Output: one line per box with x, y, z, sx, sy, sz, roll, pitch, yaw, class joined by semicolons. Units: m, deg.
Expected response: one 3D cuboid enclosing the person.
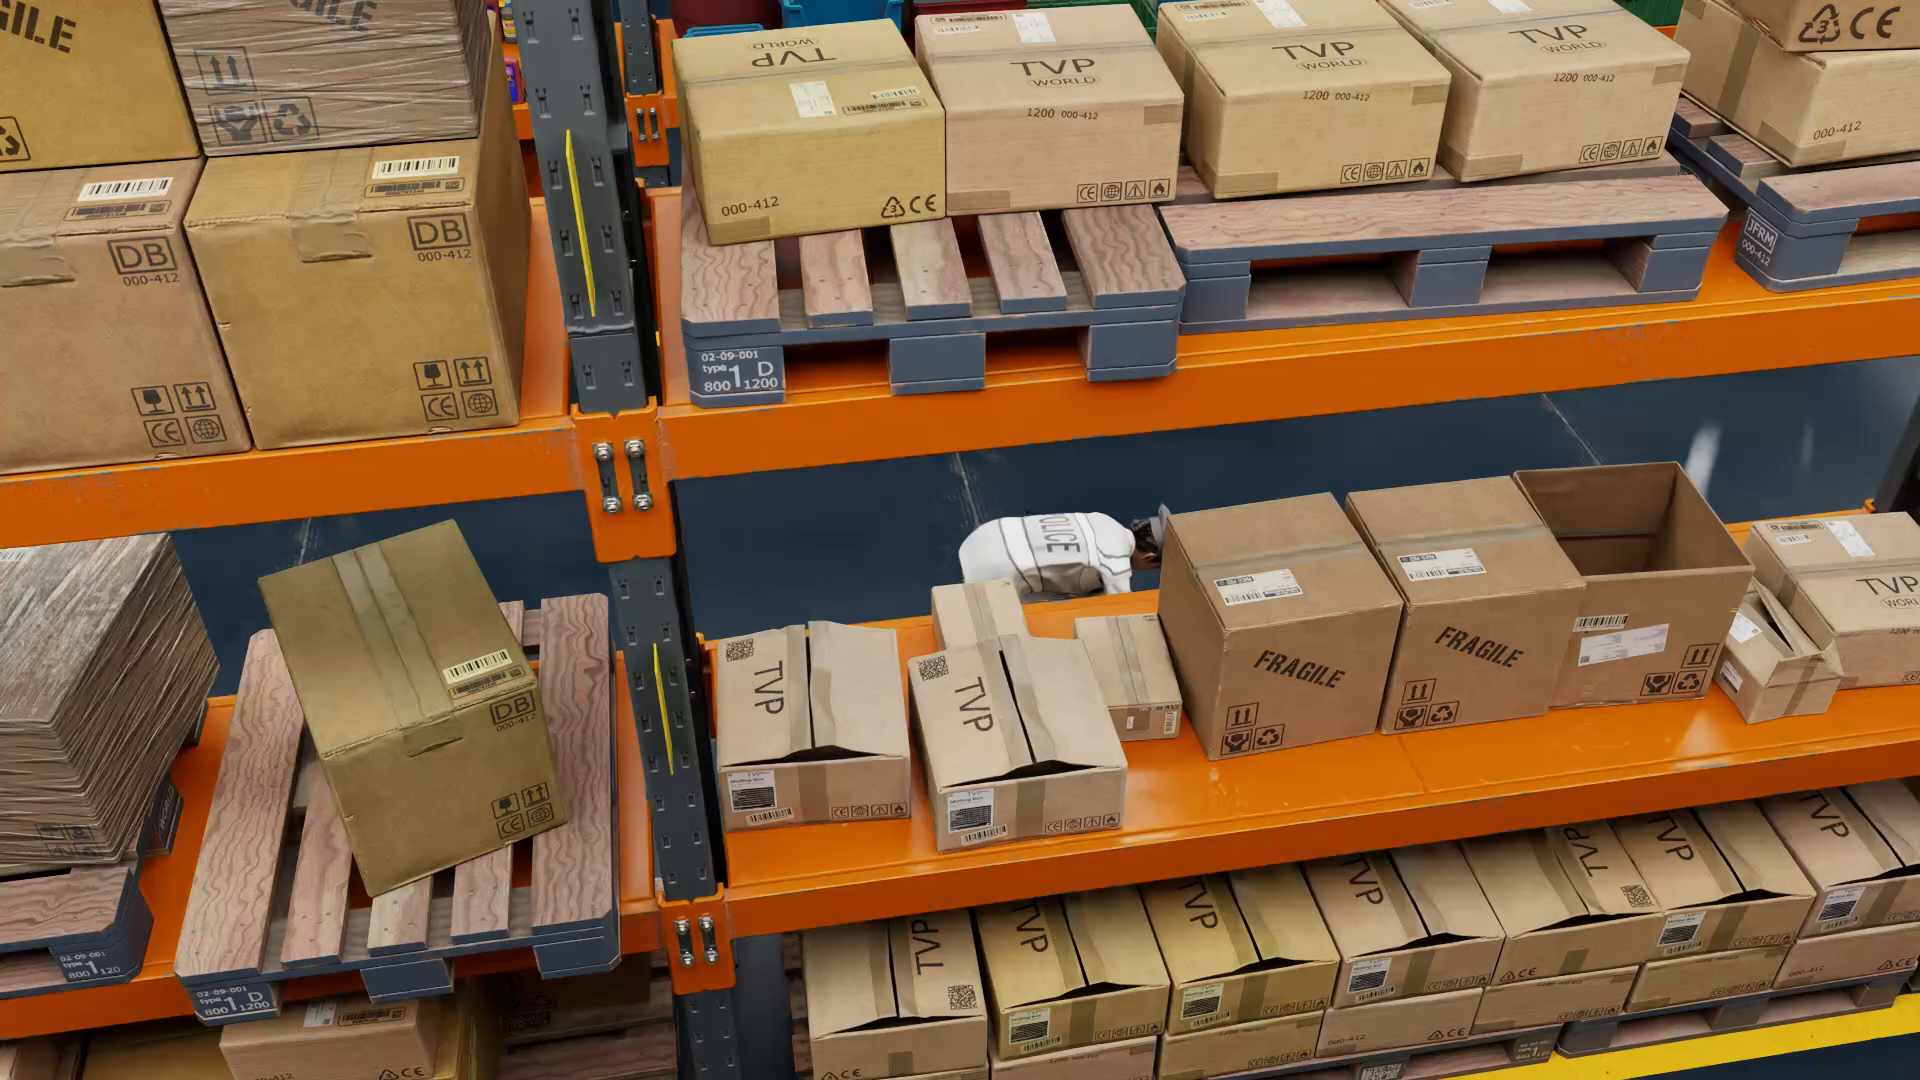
0.457;0.233;6.609;0.914;0.762;0.472;-7;39;-9;person
